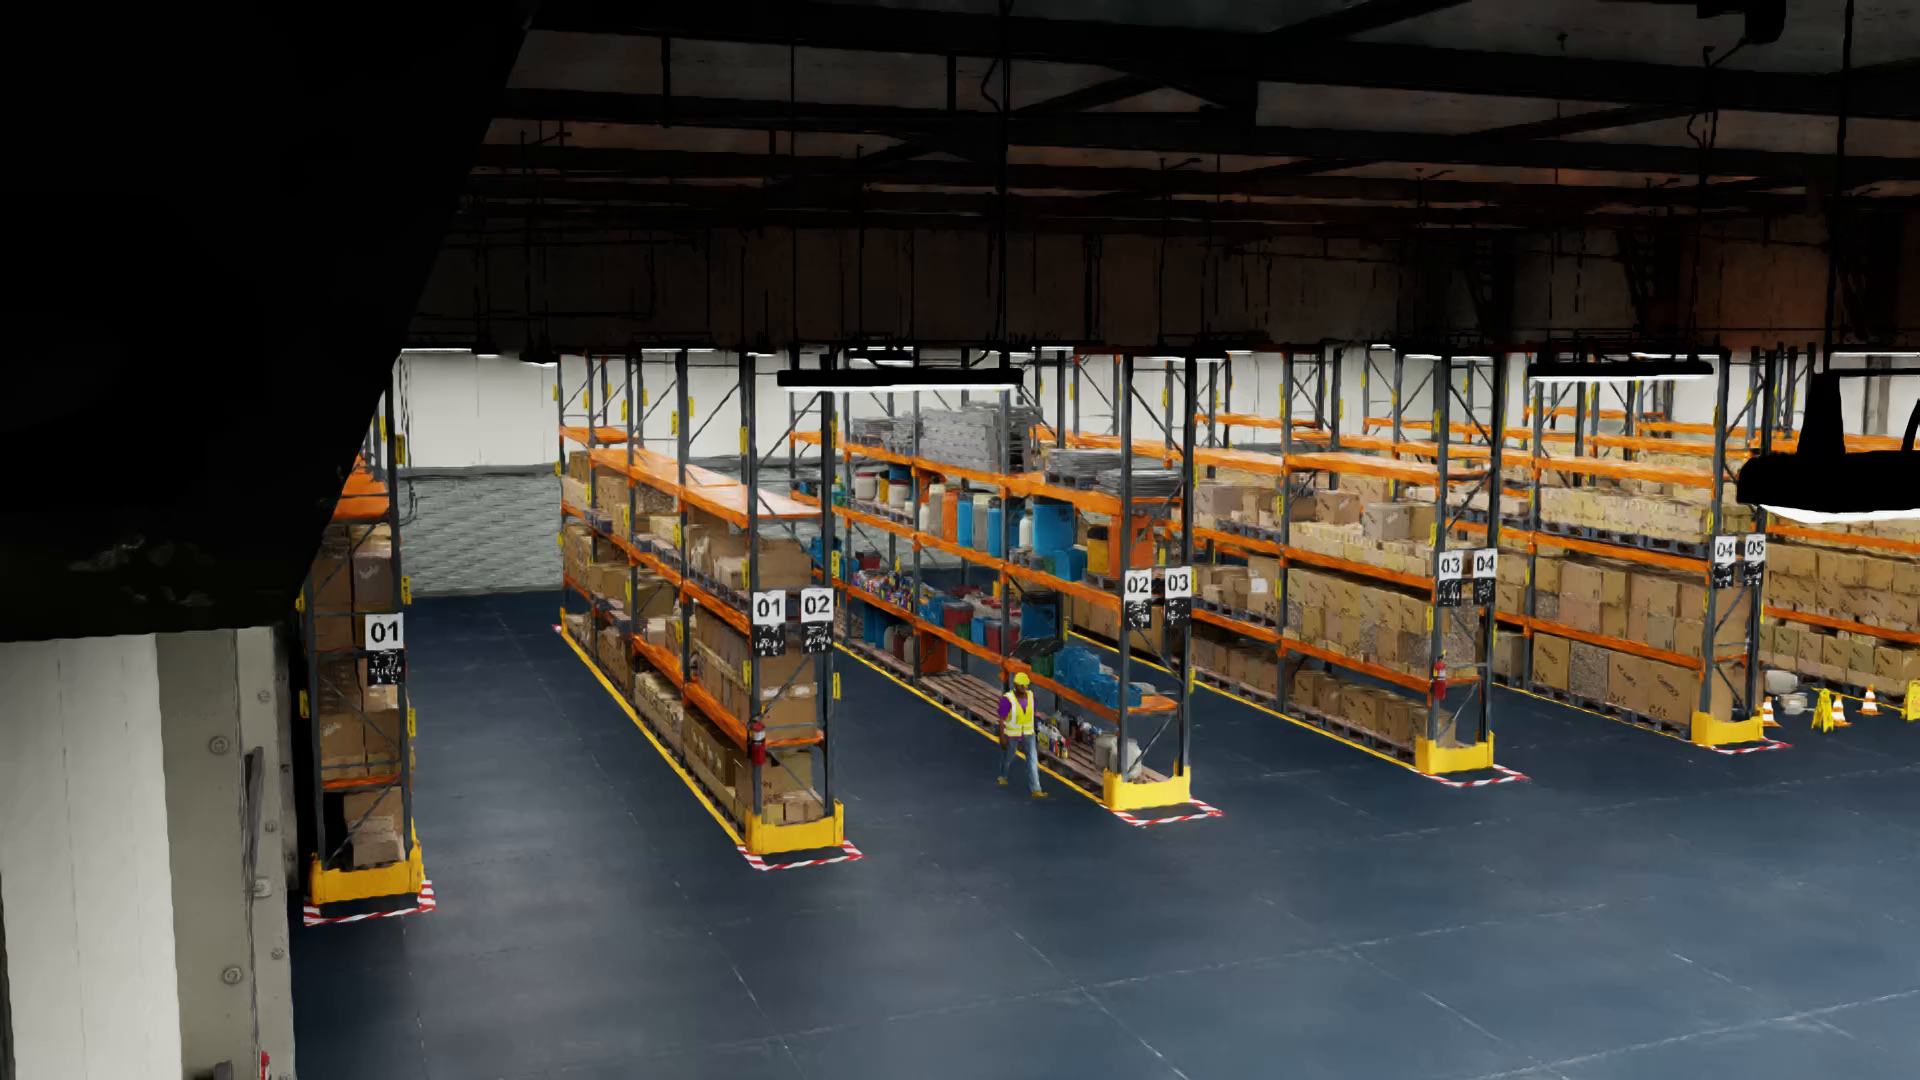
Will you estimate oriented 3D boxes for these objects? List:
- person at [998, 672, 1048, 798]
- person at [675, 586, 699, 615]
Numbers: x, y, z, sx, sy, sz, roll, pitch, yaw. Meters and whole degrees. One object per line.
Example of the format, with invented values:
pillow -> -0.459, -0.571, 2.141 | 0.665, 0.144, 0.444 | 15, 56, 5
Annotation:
person -> 0.801, 2.619, 22.604 | 0.577, 1.691, 1.121 | -2, 8, -18
person -> -5.410, 1.221, 33.503 | 0.577, 1.733, 1.042 | -3, 8, -22
